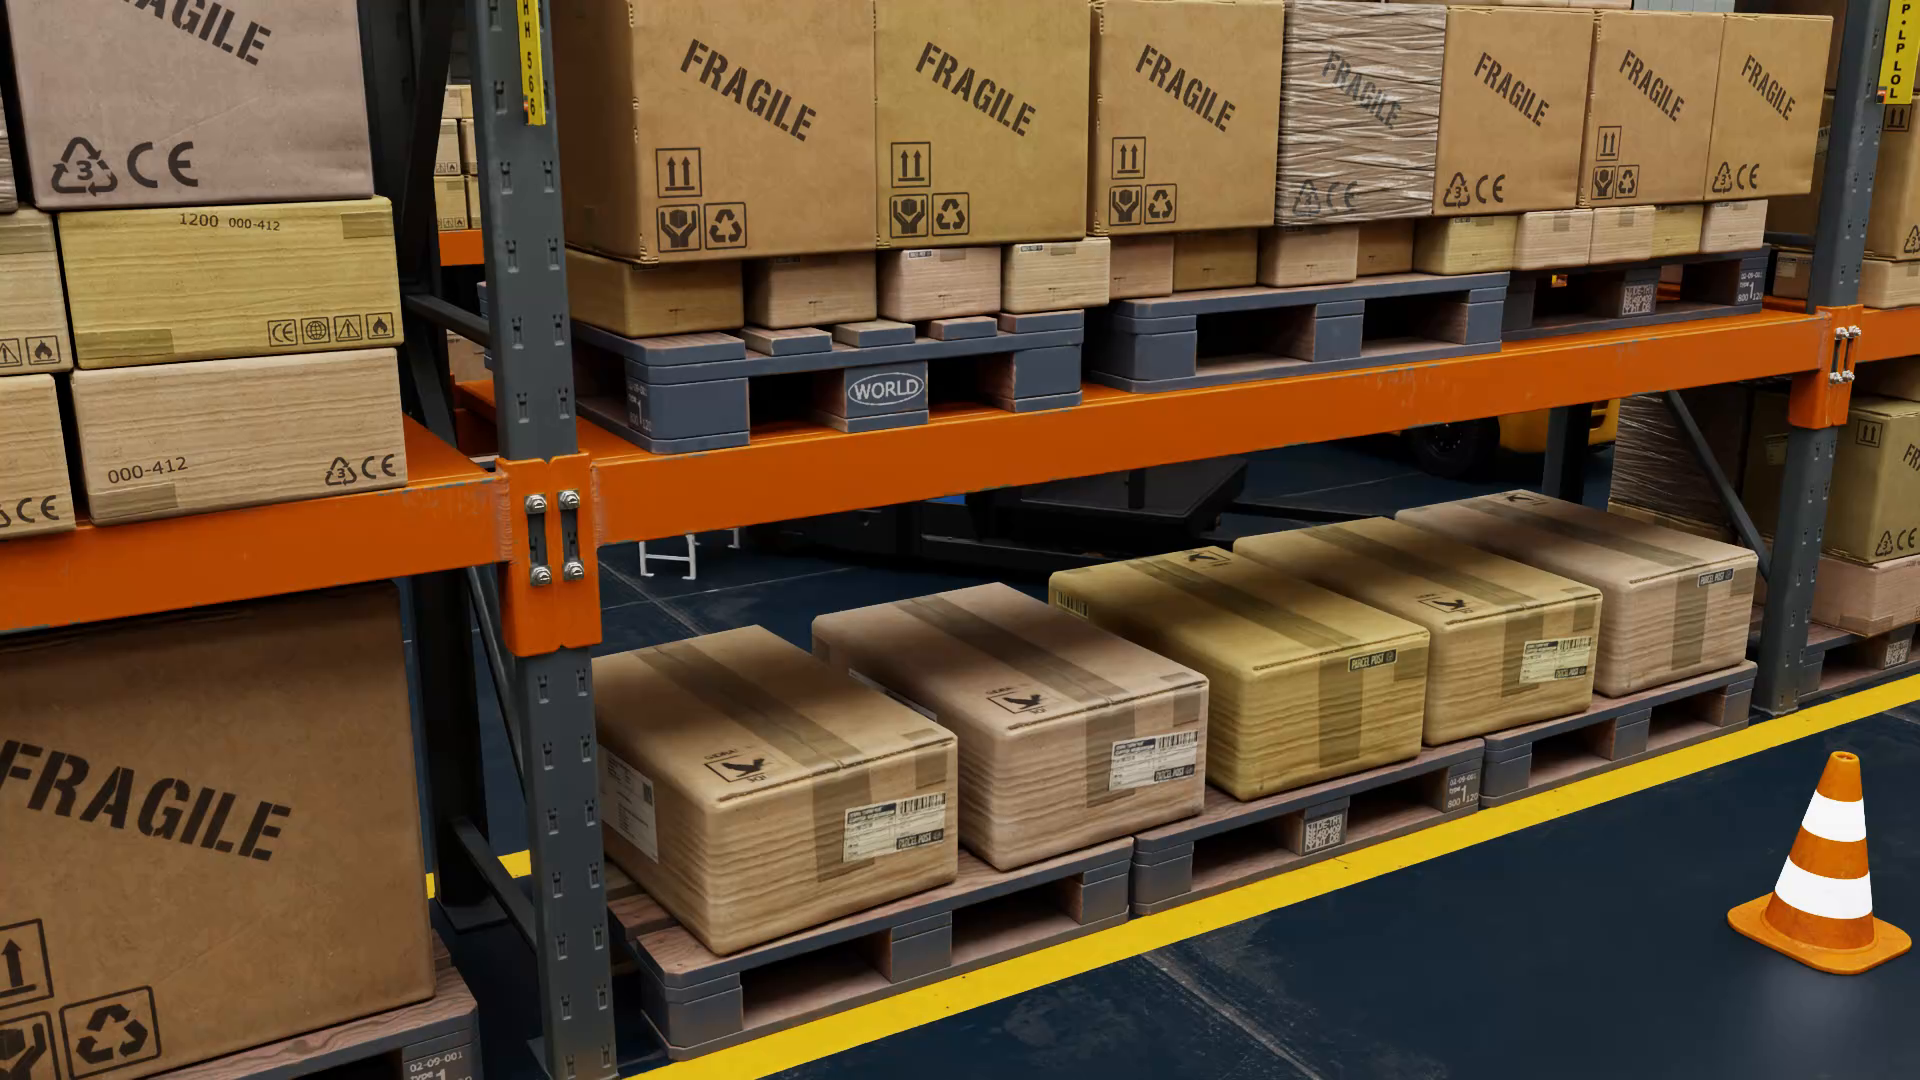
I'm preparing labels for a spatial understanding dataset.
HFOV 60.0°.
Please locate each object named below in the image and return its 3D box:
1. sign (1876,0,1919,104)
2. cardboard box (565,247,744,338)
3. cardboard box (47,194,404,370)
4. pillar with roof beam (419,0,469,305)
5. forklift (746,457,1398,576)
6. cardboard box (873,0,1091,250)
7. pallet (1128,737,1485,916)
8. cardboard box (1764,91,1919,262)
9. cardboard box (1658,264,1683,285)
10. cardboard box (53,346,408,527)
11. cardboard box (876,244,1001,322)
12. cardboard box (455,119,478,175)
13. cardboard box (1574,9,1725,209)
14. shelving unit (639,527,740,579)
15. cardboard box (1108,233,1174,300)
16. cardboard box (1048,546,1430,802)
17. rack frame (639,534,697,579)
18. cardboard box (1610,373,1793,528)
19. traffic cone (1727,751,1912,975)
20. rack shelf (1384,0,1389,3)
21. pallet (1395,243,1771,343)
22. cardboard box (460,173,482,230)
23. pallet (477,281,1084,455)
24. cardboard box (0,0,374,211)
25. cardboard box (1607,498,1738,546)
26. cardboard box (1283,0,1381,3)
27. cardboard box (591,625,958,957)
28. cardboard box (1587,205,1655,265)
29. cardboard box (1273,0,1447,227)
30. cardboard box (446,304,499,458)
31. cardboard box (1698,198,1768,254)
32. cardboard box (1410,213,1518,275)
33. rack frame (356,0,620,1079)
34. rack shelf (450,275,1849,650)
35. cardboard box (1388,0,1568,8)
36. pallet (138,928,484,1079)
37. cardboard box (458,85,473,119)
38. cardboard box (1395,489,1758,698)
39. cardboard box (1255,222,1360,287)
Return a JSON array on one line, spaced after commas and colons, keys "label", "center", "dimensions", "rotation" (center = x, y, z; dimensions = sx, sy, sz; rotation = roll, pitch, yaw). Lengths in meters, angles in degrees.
[{"label": "sign", "center": [2.705, -1.421, 4.775], "dimensions": [0.005, 0.325, 0.100], "rotation": [-9, 18, -30]}, {"label": "cardboard box", "center": [-0.639, -0.518, 3.389], "dimensions": [0.250, 0.149, 0.380], "rotation": [-10, 19, -33]}, {"label": "cardboard box", "center": [-1.297, -0.477, 2.907], "dimensions": [0.500, 0.250, 0.500], "rotation": [-9, 18, -30]}, {"label": "pillar with roof beam", "center": [-0.702, -3.865, 4.527], "dimensions": [0.400, 9.000, 9.100], "rotation": [-9, 18, -30]}, {"label": "forklift", "center": [0.634, -1.338, 6.754], "dimensions": [3.031, 2.935, 1.130], "rotation": [6, 17, 22]}, {"label": "cardboard box", "center": [-0.065, -0.912, 3.590], "dimensions": [0.500, 0.500, 0.500], "rotation": [-8, 18, -27]}, {"label": "pallet", "center": [0.702, 0.631, 4.768], "dimensions": [1.213, 0.211, 1.003], "rotation": [-9, 18, -30]}, {"label": "cardboard box", "center": [2.937, -1.179, 5.322], "dimensions": [0.500, 0.500, 0.500], "rotation": [-9, 18, -30]}, {"label": "cardboard box", "center": [2.534, -0.985, 5.833], "dimensions": [0.250, 0.149, 0.380], "rotation": [-9, 18, -30]}, {"label": "cardboard box", "center": [-1.313, -0.232, 2.960], "dimensions": [0.500, 0.250, 0.500], "rotation": [-10, 18, -32]}, {"label": "cardboard box", "center": [-0.121, -0.577, 3.599], "dimensions": [0.250, 0.149, 0.380], "rotation": [-11, 19, -33]}, {"label": "cardboard box", "center": [-2.178, -1.895, 7.963], "dimensions": [0.500, 0.250, 0.500], "rotation": [-10, 18, -31]}, {"label": "cardboard box", "center": [1.714, -1.198, 4.612], "dimensions": [0.500, 0.500, 0.500], "rotation": [-9, 18, -29]}, {"label": "shelving unit", "center": [-1.144, -0.489, 6.932], "dimensions": [0.258, 1.200, 0.503], "rotation": [4, 16, 13]}, {"label": "cardboard box", "center": [0.292, -0.662, 3.903], "dimensions": [0.250, 0.149, 0.380], "rotation": [-8, 18, -26]}, {"label": "cardboard box", "center": [0.758, 0.343, 4.718], "dimensions": [0.625, 0.372, 0.950], "rotation": [-9, 18, -28]}, {"label": "rack frame", "center": [-1.203, -0.425, 6.704], "dimensions": [0.240, 1.200, 0.015], "rotation": [4, 16, 13]}, {"label": "cardboard box", "center": [2.785, -0.375, 6.116], "dimensions": [0.500, 0.500, 0.500], "rotation": [-9, 18, -30]}, {"label": "traffic cone", "center": [2.074, 0.727, 3.960], "dimensions": [0.334, 0.463, 0.336], "rotation": [-9, 18, -30]}, {"label": "rack shelf", "center": [1.571, -3.515, 10.167], "dimensions": [4.000, 0.370, 1.077], "rotation": [-9, 18, -30]}, {"label": "pallet", "center": [1.686, -0.826, 5.155], "dimensions": [1.213, 0.211, 1.003], "rotation": [-9, 18, -30]}, {"label": "cardboard box", "center": [-2.195, -1.658, 8.045], "dimensions": [0.500, 0.250, 0.500], "rotation": [-10, 18, -31]}, {"label": "pallet", "center": [-0.457, -0.466, 3.872], "dimensions": [1.003, 0.211, 1.213], "rotation": [-9, 18, -30]}, {"label": "cardboard box", "center": [-1.321, -0.832, 2.784], "dimensions": [0.500, 0.500, 0.500], "rotation": [-10, 18, -31]}, {"label": "cardboard box", "center": [2.784, -0.014, 6.217], "dimensions": [0.500, 0.250, 0.500], "rotation": [-8, 18, -27]}, {"label": "cardboard box", "center": [0.952, -1.539, 4.625], "dimensions": [0.250, 0.149, 0.380], "rotation": [-8, 18, -27]}, {"label": "cardboard box", "center": [-0.523, 0.552, 3.974], "dimensions": [0.625, 0.372, 0.950], "rotation": [-11, 19, -33]}, {"label": "cardboard box", "center": [1.679, -0.860, 4.609], "dimensions": [0.250, 0.149, 0.380], "rotation": [-10, 18, -31]}, {"label": "cardboard box", "center": [0.820, -1.055, 4.101], "dimensions": [0.500, 0.500, 0.500], "rotation": [-10, 19, -32]}, {"label": "cardboard box", "center": [-2.475, -0.818, 8.392], "dimensions": [0.625, 0.625, 0.875], "rotation": [-9, 18, -28]}, {"label": "cardboard box", "center": [2.117, -0.937, 4.882], "dimensions": [0.250, 0.149, 0.380], "rotation": [-9, 18, -29]}, {"label": "cardboard box", "center": [1.235, -0.798, 4.388], "dimensions": [0.250, 0.149, 0.380], "rotation": [-9, 18, -30]}, {"label": "rack frame", "center": [-1.013, -0.435, 3.404], "dimensions": [0.127, 3.000, 1.000], "rotation": [-9, 18, -30]}, {"label": "rack shelf", "center": [0.702, -0.367, 4.493], "dimensions": [4.000, 0.370, 1.077], "rotation": [-9, 18, -30]}, {"label": "cardboard box", "center": [1.329, -1.438, 4.267], "dimensions": [0.250, 0.149, 0.380], "rotation": [-10, 19, -32]}, {"label": "pallet", "center": [-1.727, 1.000, 3.452], "dimensions": [1.213, 0.211, 1.003], "rotation": [-9, 18, -30]}, {"label": "cardboard box", "center": [-2.295, -2.080, 7.885], "dimensions": [0.250, 0.149, 0.380], "rotation": [-9, 18, -29]}, {"label": "cardboard box", "center": [1.968, 0.146, 5.424], "dimensions": [0.625, 0.372, 0.950], "rotation": [-9, 18, -29]}, {"label": "cardboard box", "center": [0.772, -0.732, 4.151], "dimensions": [0.250, 0.149, 0.380], "rotation": [-9, 18, -28]}]
